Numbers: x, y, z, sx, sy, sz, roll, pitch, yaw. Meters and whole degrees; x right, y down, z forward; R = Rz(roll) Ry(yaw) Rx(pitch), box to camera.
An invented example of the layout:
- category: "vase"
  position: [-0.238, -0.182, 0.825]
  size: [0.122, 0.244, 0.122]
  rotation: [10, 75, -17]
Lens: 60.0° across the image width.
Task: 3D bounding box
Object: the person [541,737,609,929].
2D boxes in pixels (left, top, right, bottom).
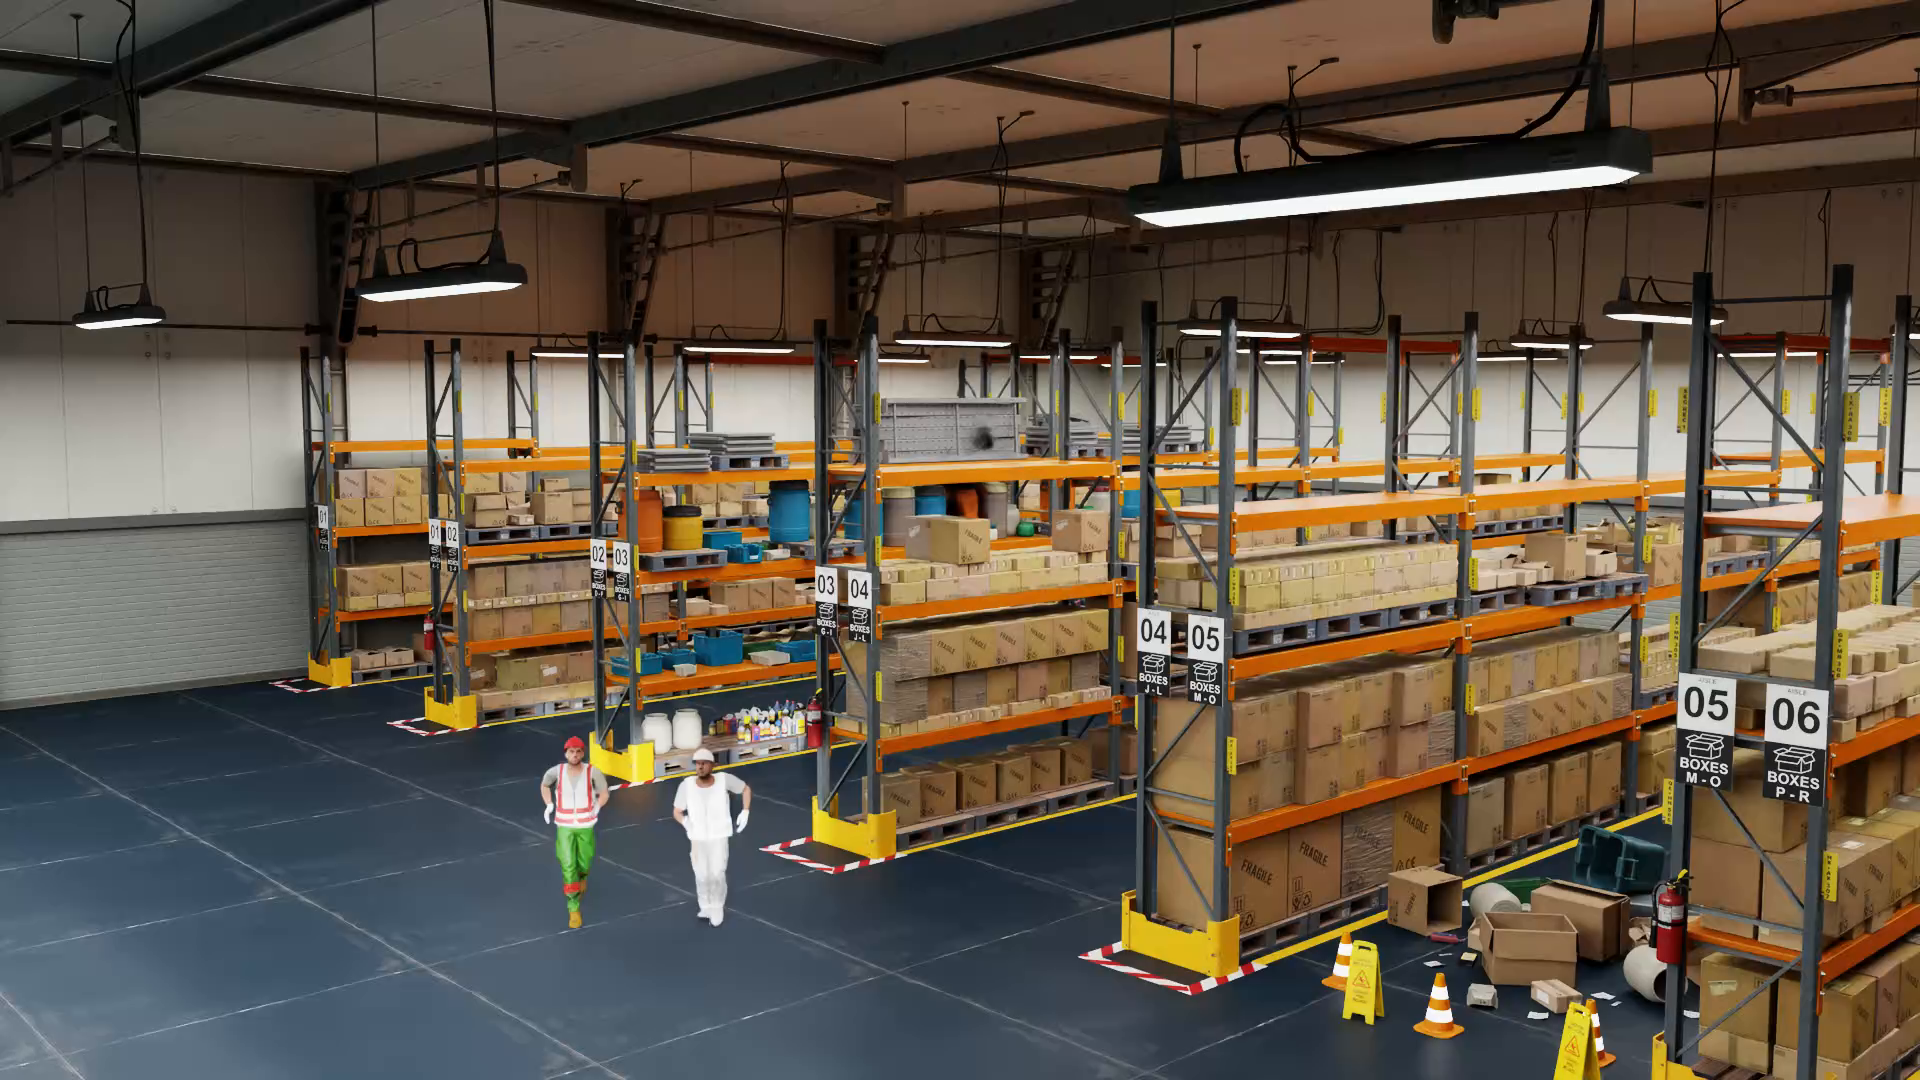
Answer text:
- category: "person"
  position: [-3.802, 2.826, 16.443]
  size: [0.656, 1.792, 0.981]
  rotation: [-1, 5, -14]

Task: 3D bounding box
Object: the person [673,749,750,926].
- category: "person"
  position: [-2.400, 2.860, 16.015]
  size: [0.699, 1.732, 0.848]
  rotation: [0, 5, 3]
